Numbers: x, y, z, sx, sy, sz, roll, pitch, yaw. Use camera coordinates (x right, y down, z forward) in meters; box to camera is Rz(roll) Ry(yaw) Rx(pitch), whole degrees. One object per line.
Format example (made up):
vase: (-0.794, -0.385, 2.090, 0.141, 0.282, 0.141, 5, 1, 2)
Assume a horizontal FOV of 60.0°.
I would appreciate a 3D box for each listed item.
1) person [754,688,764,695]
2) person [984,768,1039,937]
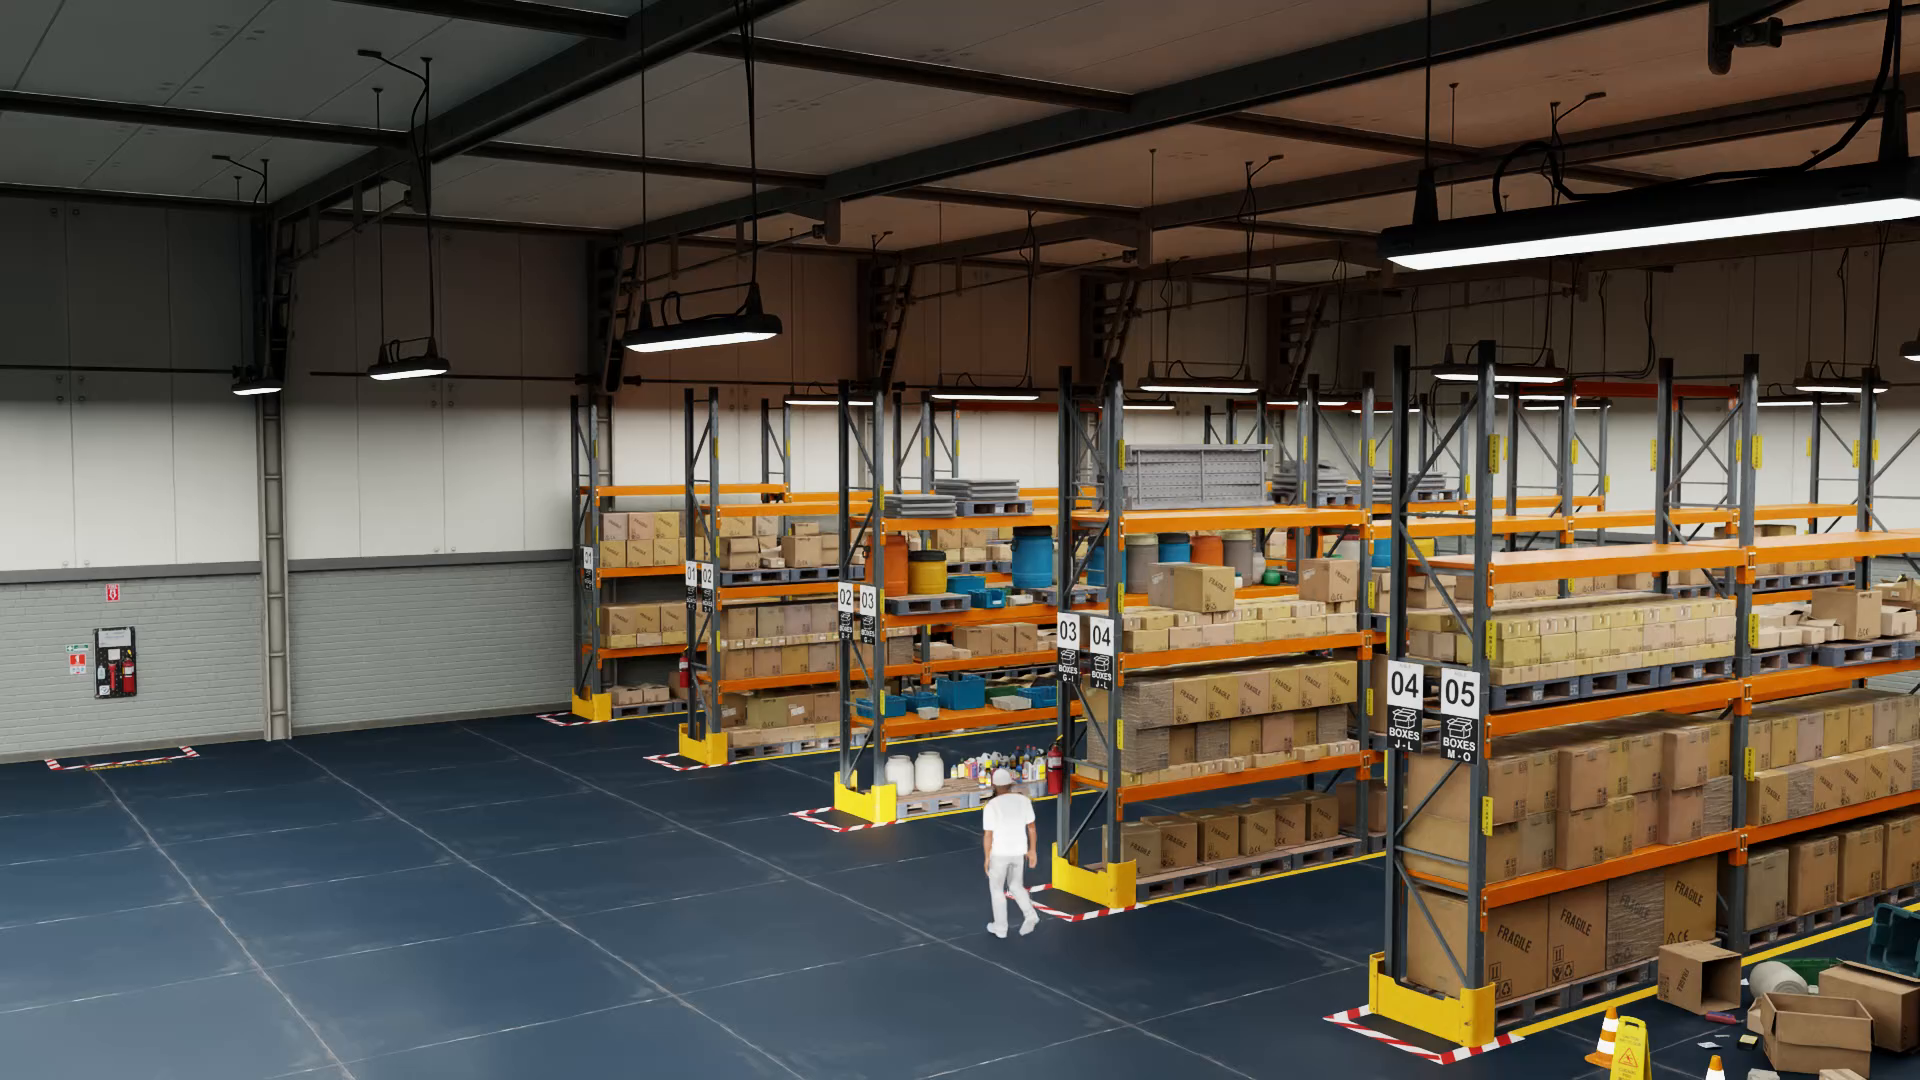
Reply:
person: (-3.575, 2.424, 31.168, 0.739, 1.753, 0.634, -1, 4, -15)
person: (0.528, 3.248, 17.172, 0.581, 1.752, 0.722, -2, 4, -26)
